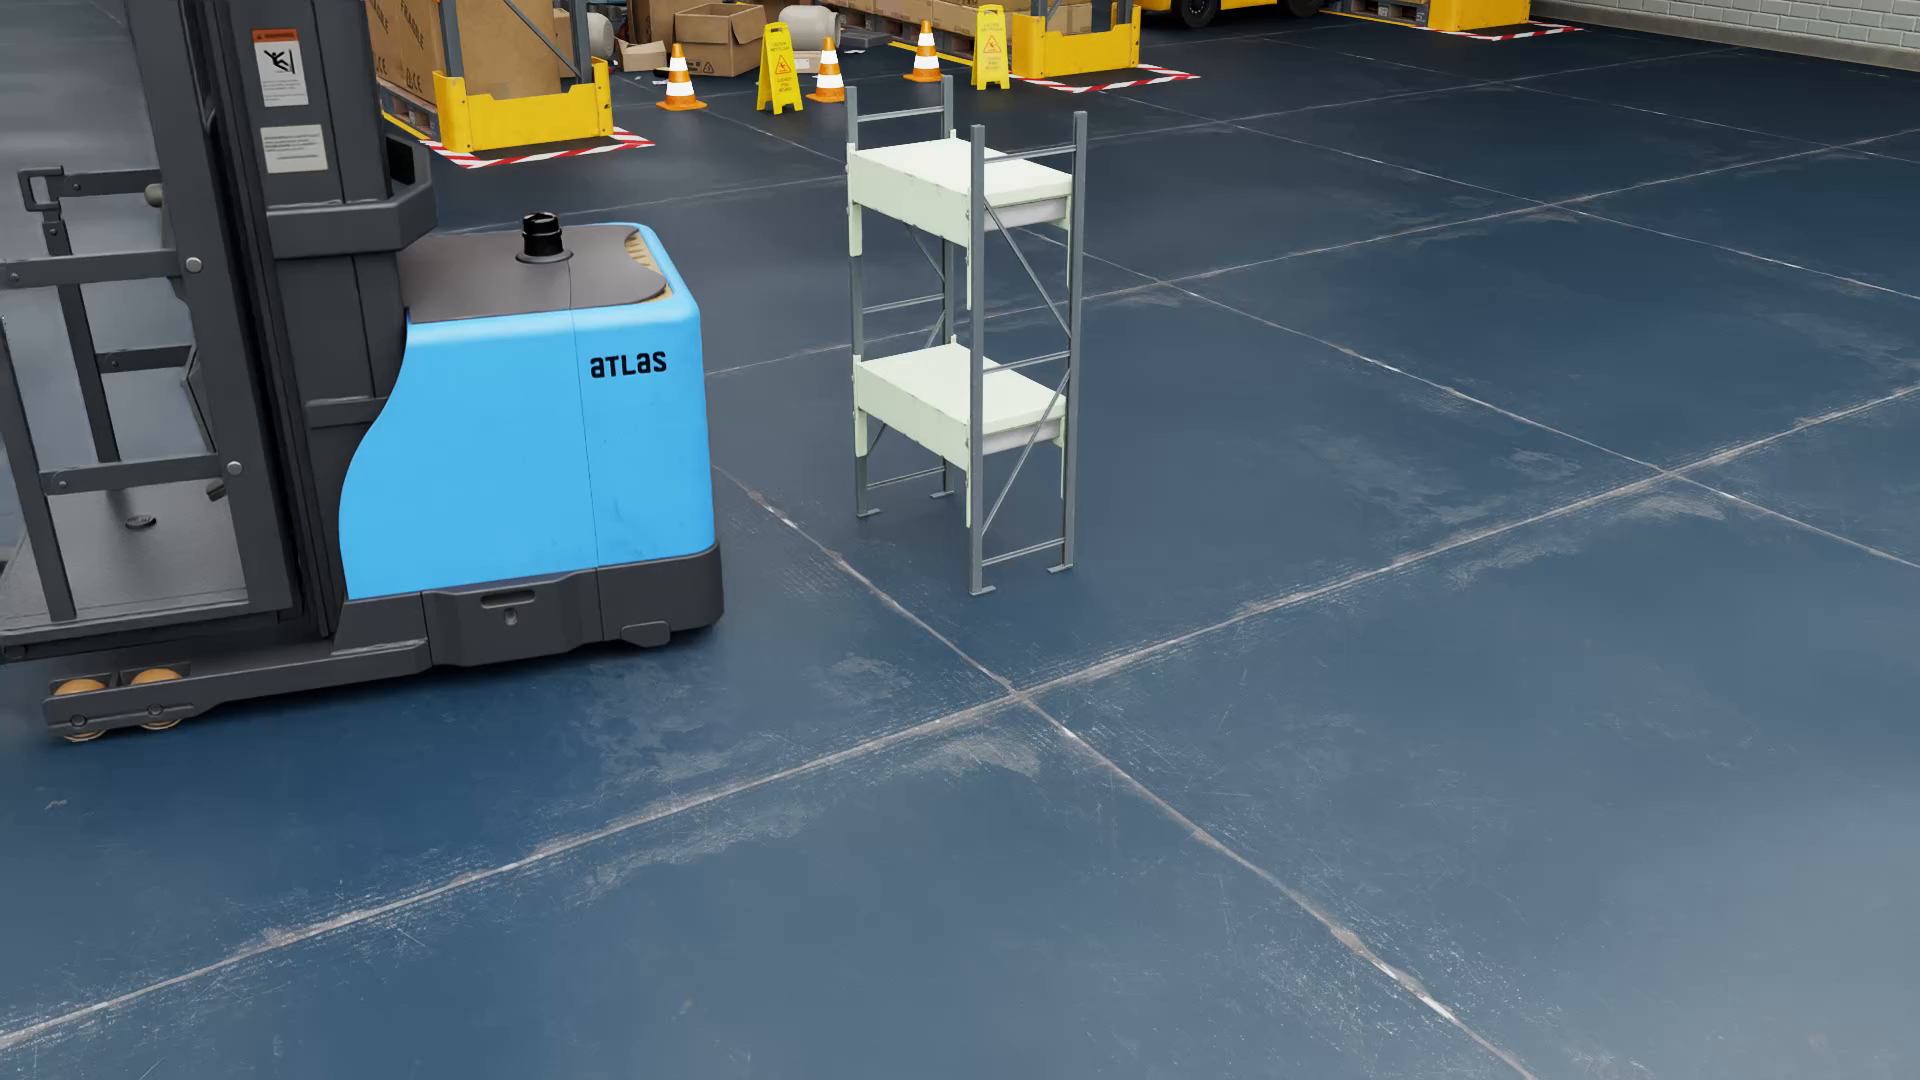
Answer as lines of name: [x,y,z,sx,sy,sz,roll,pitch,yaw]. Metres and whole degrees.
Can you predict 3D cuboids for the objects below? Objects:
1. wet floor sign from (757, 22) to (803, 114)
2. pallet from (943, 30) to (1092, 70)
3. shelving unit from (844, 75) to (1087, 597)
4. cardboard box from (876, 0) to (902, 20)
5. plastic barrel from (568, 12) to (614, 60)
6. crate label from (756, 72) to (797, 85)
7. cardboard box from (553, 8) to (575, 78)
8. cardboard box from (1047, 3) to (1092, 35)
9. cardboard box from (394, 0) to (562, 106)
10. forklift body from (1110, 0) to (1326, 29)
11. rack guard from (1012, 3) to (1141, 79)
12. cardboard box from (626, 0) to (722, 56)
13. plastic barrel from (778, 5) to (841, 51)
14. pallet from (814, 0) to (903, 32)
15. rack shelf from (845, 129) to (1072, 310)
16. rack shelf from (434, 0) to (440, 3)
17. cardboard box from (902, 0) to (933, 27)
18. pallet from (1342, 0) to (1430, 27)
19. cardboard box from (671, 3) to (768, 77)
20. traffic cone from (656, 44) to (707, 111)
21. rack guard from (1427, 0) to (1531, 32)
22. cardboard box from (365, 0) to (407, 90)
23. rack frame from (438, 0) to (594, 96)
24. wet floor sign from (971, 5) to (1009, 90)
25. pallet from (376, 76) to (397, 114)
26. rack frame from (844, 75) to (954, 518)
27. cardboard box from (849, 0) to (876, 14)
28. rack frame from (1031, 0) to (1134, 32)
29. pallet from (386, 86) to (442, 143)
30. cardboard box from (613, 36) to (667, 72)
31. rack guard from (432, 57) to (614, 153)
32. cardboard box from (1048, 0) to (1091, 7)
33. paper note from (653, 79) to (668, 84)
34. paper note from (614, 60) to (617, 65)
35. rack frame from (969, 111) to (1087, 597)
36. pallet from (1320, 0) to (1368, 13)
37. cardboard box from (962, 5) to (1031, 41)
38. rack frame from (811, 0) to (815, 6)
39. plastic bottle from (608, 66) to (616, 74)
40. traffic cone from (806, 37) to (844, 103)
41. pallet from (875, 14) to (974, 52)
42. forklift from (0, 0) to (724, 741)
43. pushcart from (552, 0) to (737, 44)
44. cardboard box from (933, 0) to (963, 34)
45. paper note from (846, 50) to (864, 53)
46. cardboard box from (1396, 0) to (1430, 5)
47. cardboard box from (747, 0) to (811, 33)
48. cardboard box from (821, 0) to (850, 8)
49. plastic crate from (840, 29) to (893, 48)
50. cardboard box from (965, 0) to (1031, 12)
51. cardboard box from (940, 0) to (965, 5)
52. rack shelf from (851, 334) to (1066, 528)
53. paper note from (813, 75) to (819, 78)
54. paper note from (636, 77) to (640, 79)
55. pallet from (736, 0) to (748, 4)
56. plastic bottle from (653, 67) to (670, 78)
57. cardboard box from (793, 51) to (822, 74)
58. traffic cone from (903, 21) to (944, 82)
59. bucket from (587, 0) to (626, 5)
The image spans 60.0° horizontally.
wet floor sign: [-1.379,-3.579,12.576,0.267,0.644,0.232,-22,33,-38]
pallet: [0.583,-4.448,14.924,1.003,0.211,1.213,-16,29,-30]
shelving unit: [0.004,-0.676,5.425,0.431,1.500,0.755,-16,29,-30]
cardboard box: [-0.456,-5.109,15.787,0.500,0.250,0.500,-16,30,-30]
plastic barrel: [-3.333,-4.410,14.597,0.512,0.421,0.421,3,25,6]
crate label: [-1.502,-3.828,13.698,0.298,0.136,0.250,12,28,24]
cardboard box: [-3.530,-4.178,14.013,0.500,0.500,0.500,-10,27,-21]
cardboard box: [0.830,-4.682,14.884,0.500,0.250,0.500,-16,30,-30]
cardboard box: [-3.479,-3.649,11.963,0.875,0.875,0.875,-15,29,-29]
forklift body: [2.632,-6.410,16.809,2.313,2.155,1.214,-16,29,-30]
rack guard: [0.997,-4.280,14.230,1.175,0.500,0.348,-16,29,-30]
cardboard box: [-2.559,-4.686,14.928,0.797,0.637,0.503,-16,29,-30]
plastic barrel: [-1.357,-4.604,15.006,0.512,0.421,0.421,3,25,6]
pallet: [-0.749,-5.320,16.773,1.003,0.211,1.213,-16,29,-30]
rack shelf: [0.004,-1.029,5.258,0.431,0.370,0.720,-16,29,-30]
rack shelf: [-4.145,-4.583,12.787,1.077,0.370,4.000,-16,29,-30]
cardboard box: [-0.194,-4.929,15.406,0.500,0.250,0.500,-17,30,-31]
pallet: [4.743,-5.544,17.246,1.003,0.211,1.213,-16,29,-30]
cardboard box: [-2.041,-4.292,14.252,0.637,0.503,0.797,7,26,15]
traffic cone: [-2.154,-3.567,12.763,0.336,0.463,0.334,-16,29,-30]
rack guard: [5.209,-5.402,16.607,1.175,0.500,0.348,-16,29,-30]
cardboard box: [-3.961,-3.963,12.629,0.875,0.875,0.875,-16,30,-30]
rack frame: [-3.053,-4.193,11.118,1.000,3.000,0.127,-16,29,-30]
wet floor sign: [0.246,-4.001,13.469,0.267,0.644,0.232,-6,26,-12]
pallet: [-4.217,-3.636,13.204,1.003,0.211,1.213,-16,29,-30]
rack frame: [-0.196,-0.807,5.702,0.400,1.500,0.023,-16,29,-30]
cardboard box: [-0.748,-5.298,16.187,0.500,0.250,0.500,-14,29,-27]
rack frame: [1.039,-5.383,13.639,1.000,3.000,0.127,-16,29,-30]
pallet: [-3.556,-3.200,12.281,1.003,0.211,1.213,-16,29,-30]
cardboard box: [-2.756,-4.202,14.340,0.396,0.266,0.258,-10,27,-21]
rack guard: [-3.040,-3.054,11.634,1.175,0.500,0.348,-16,29,-30]
cardboard box: [0.817,-5.030,14.741,0.500,0.500,0.500,-17,30,-31]
paper note: [-2.464,-3.791,13.747,0.144,0.017,0.142,-6,26,-12]
paper note: [-2.963,-4.218,14.659,0.172,0.023,0.155,-6,26,-12]
rack frame: [0.203,-0.545,5.147,0.400,1.500,0.023,-16,29,-30]
pallet: [4.081,-5.980,18.169,1.003,0.211,1.213,-16,29,-30]
cardboard box: [0.359,-4.564,14.634,0.500,0.250,0.500,-16,29,-30]
rack frame: [-1.145,-6.813,16.669,1.000,3.000,0.127,-16,29,-30]
plastic bottle: [-3.062,-3.983,14.115,0.133,0.061,0.283,18,31,33]
traffic cone: [-1.021,-3.708,13.064,0.336,0.463,0.334,-16,29,-30]
pallet: [-0.079,-4.884,15.848,1.003,0.211,1.213,-16,29,-30]
forklift: [-2.300,-1.025,4.488,3.031,2.935,1.130,-8,26,-16]
pushcart: [-3.028,-5.078,16.066,0.936,0.377,1.648,18,31,33]
cardboard box: [0.096,-4.743,15.012,0.500,0.250,0.500,-15,29,-29]
paper note: [-0.955,-4.459,15.160,0.148,0.019,0.142,18,31,33]
cardboard box: [4.674,-5.582,16.789,0.500,0.250,0.500,-15,29,-29]
cardboard box: [-1.700,-4.984,15.719,0.500,0.500,0.500,3,25,6]
cardboard box: [-1.049,-5.486,16.586,0.500,0.250,0.500,-17,30,-32]
plastic crate: [-0.975,-4.740,15.698,0.583,0.080,0.402,18,31,33]
cardboard box: [0.383,-4.894,14.454,0.500,0.500,0.500,-15,29,-29]
cardboard box: [0.095,-5.080,14.848,0.500,0.500,0.500,-14,29,-28]
rack shelf: [0.004,-0.381,5.564,0.431,0.370,0.720,-16,29,-30]
paper note: [-1.145,-3.914,14.006,0.142,0.019,0.148,18,31,33]
paper note: [-2.701,-3.877,13.951,0.032,0.001,0.123,-1,25,-3]
pallet: [-2.241,-6.267,18.779,1.003,0.211,1.213,-16,29,-30]
plastic bottle: [-2.495,-3.954,14.054,0.283,0.061,0.133,18,31,33]
cardboard box: [-1.369,-4.091,14.242,0.380,0.149,0.250,-1,25,-3]
traffic cone: [-0.277,-4.089,13.869,0.336,0.463,0.334,-16,29,-30]
bucket: [-3.231,-5.319,15.558,0.726,0.611,0.620,-6,16,-12]
